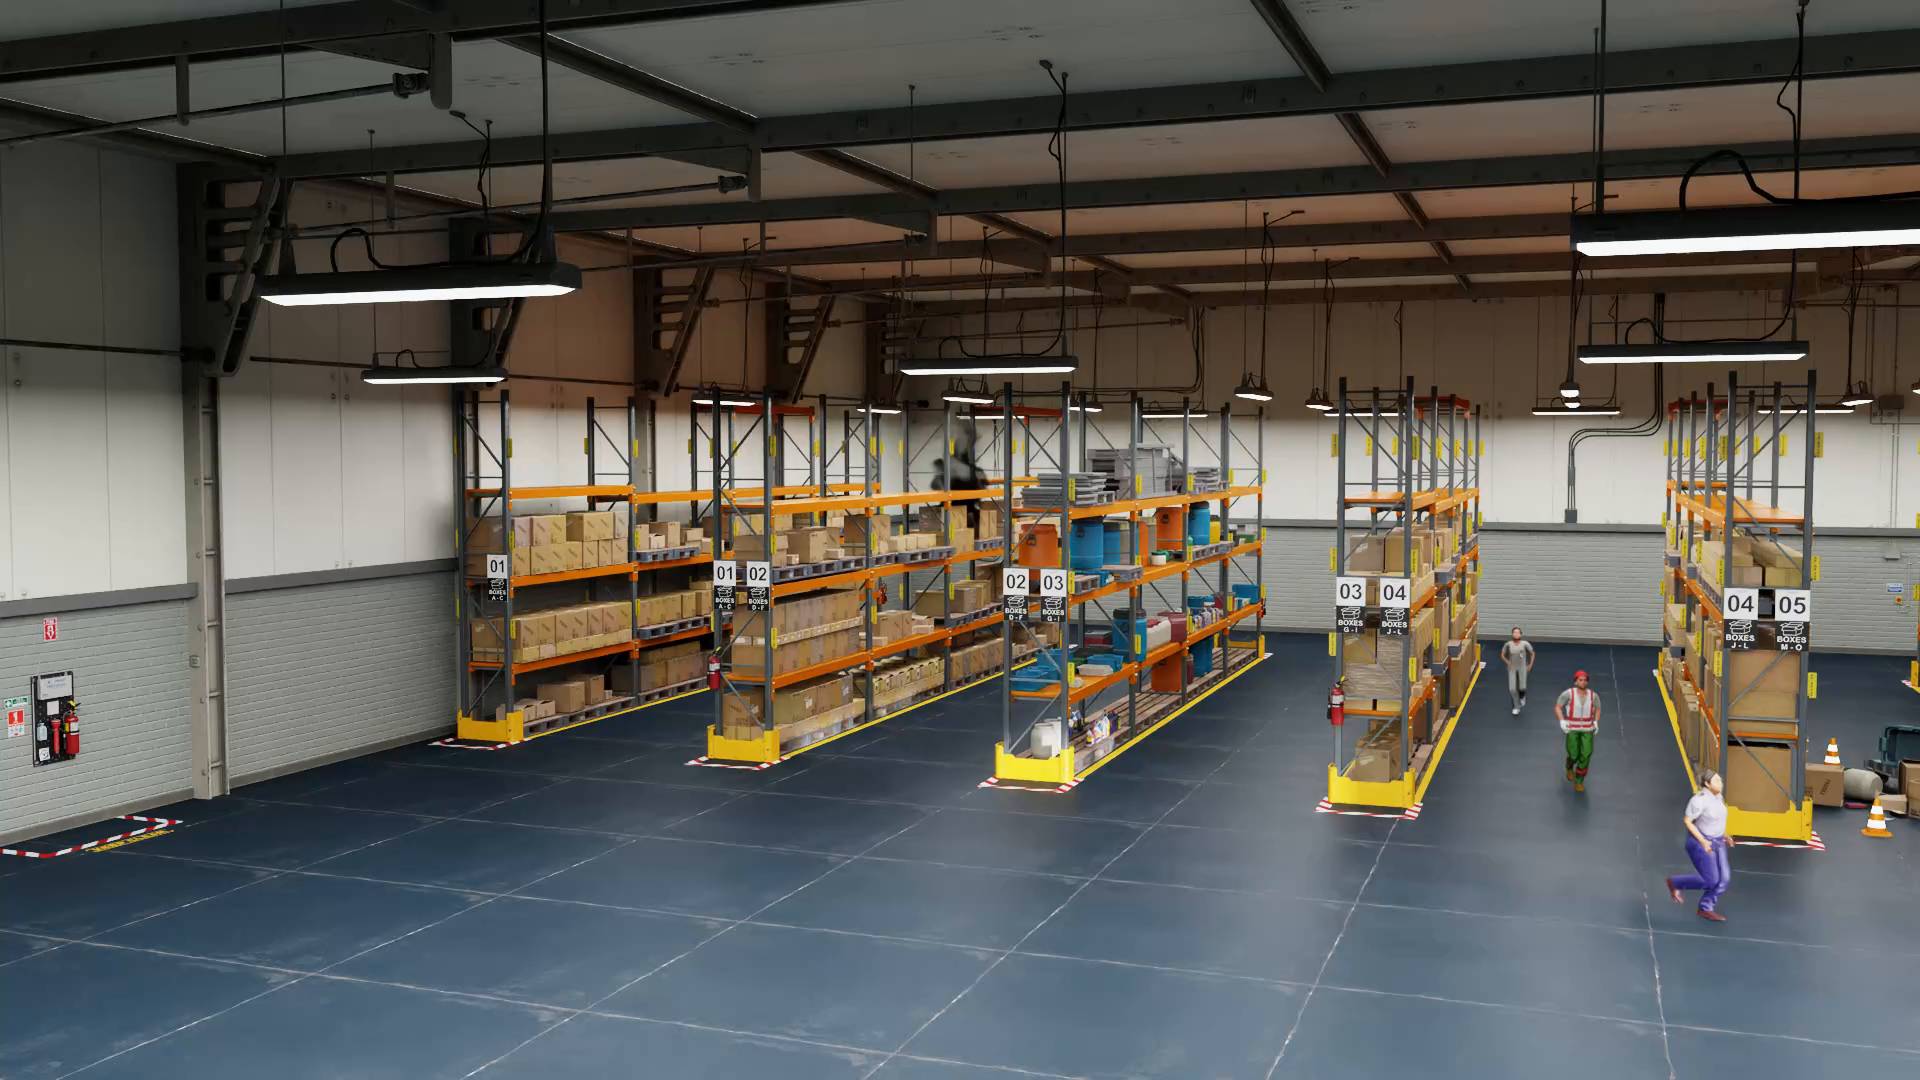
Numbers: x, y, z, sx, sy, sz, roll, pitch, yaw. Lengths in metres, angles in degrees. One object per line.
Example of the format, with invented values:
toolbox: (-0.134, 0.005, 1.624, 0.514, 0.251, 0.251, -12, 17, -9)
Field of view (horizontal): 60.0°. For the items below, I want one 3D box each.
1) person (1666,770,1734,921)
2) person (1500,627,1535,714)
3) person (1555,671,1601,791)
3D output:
person: (7.906, 3.235, 17.756, 0.593, 1.600, 0.586, -2, 4, -36)
person: (10.519, 2.461, 31.402, 0.613, 1.632, 0.559, 1, 3, 21)
person: (9.092, 2.785, 24.446, 0.648, 1.748, 0.572, 1, 3, 9)
